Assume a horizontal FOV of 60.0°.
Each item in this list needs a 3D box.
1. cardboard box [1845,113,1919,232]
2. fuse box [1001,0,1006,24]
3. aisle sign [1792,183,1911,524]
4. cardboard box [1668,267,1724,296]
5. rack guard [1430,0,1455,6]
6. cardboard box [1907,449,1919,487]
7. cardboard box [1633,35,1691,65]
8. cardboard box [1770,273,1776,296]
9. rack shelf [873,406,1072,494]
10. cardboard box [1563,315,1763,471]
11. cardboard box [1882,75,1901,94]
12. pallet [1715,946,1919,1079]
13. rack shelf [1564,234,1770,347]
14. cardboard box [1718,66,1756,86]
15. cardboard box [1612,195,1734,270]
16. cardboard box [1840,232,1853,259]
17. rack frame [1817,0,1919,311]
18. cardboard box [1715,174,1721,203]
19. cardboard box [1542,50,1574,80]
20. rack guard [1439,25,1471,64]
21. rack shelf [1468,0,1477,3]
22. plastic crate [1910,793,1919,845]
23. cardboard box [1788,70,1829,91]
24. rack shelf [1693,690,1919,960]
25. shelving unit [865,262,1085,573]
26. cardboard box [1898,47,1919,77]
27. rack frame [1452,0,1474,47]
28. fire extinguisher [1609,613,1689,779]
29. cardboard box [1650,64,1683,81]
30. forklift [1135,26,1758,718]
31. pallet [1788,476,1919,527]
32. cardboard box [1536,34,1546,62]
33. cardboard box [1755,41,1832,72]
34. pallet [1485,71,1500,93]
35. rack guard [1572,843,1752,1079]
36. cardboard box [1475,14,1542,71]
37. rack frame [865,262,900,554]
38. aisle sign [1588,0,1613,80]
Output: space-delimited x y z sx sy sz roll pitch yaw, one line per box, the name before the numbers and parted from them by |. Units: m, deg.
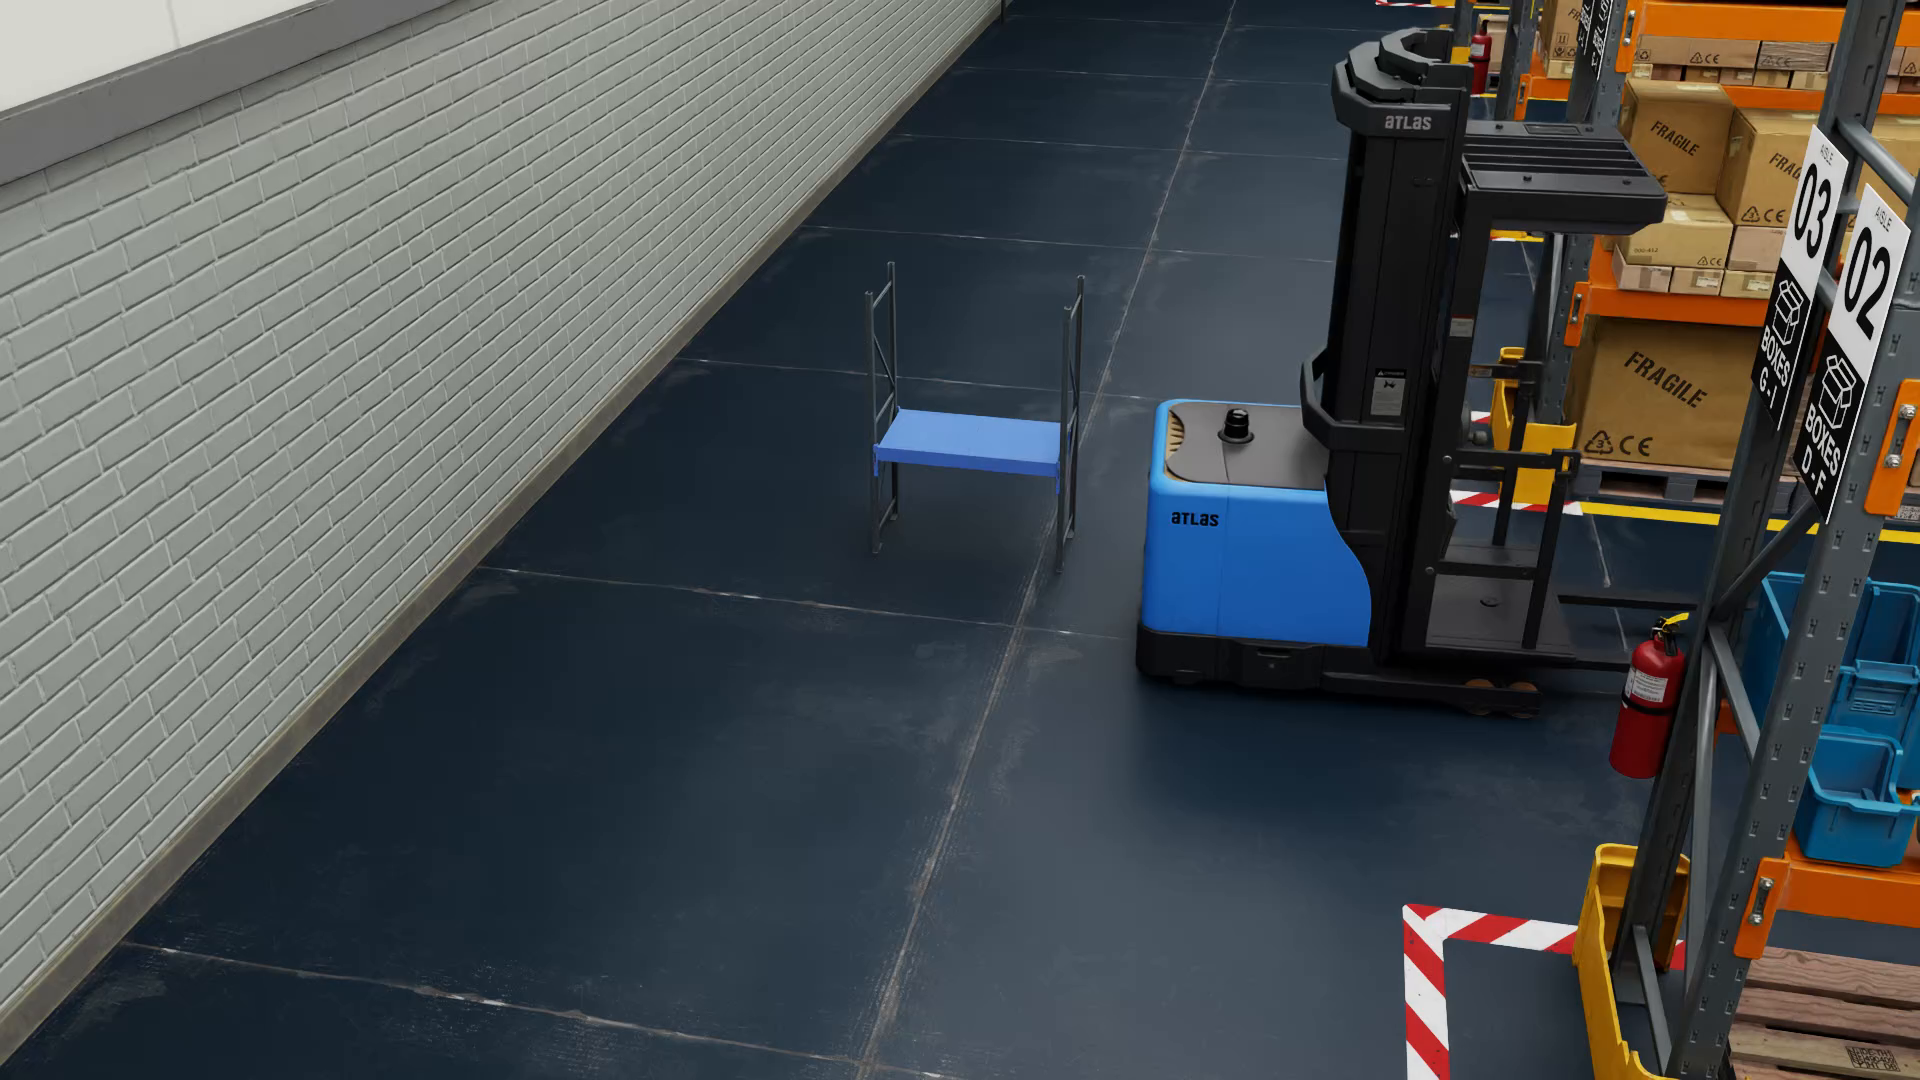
cardboard box | 4.867 -1.917 8.693 0.500 0.500 0.500 5 29 9
fuse box | 0.588 -7.413 21.008 0.414 1.711 0.539 6 29 11
aisle sign | 2.290 -0.479 4.295 0.004 0.787 0.394 6 29 11
cardboard box | 3.986 -1.471 9.076 0.250 0.149 0.380 5 29 10
rack guard | 6.633 -7.679 22.755 0.348 0.500 1.175 6 29 11
cardboard box | 5.860 -0.842 9.440 0.875 0.875 0.875 6 29 11
cardboard box | 5.501 -4.074 13.155 0.500 0.500 0.500 6 29 11
cardboard box | 4.492 -1.420 8.982 0.250 0.149 0.380 5 29 10
rack shelf | 0.083 -0.492 8.961 1.000 0.185 0.538 6 29 11
cardboard box | 4.099 -1.023 9.770 0.875 0.875 0.875 6 29 11
cardboard box | 7.133 -3.604 12.971 0.250 0.149 0.380 5 29 8
pallet | 3.221 1.853 5.646 1.213 0.211 1.003 6 29 11
rack shelf | 5.413 -1.281 9.216 4.000 0.370 1.077 6 29 11
cardboard box | 6.127 -3.723 13.189 0.250 0.149 0.380 5 29 10
cardboard box | 3.870 -1.687 9.054 0.500 0.250 0.500 5 29 9
cardboard box | 4.870 -1.586 8.870 0.500 0.250 0.500 5 29 9
rack frame | 2.422 -2.103 3.720 0.127 3.000 1.000 6 29 11
cardboard box | 4.482 -1.887 9.419 0.500 0.250 0.500 5 29 10
cardboard box | 4.840 -3.820 13.365 0.250 0.149 0.380 6 29 10
rack guard | 5.503 -5.357 18.515 0.348 0.500 1.175 6 29 11
rack shelf | 7.482 -5.935 17.717 4.000 0.370 1.077 6 29 11
plastic crate | 2.892 0.869 4.752 0.298 0.136 0.250 6 29 11
cardboard box | 6.631 -3.647 13.049 0.250 0.149 0.380 6 29 12
rack shelf | 4.378 1.045 4.967 4.000 0.370 1.077 6 29 11
shelving unit | 0.083 -0.649 8.874 1.048 1.500 0.538 6 29 11
cardboard box | 7.464 -3.858 12.760 0.500 0.500 0.500 5 29 9
rack frame | 5.526 -6.451 17.910 0.127 3.000 1.000 6 29 11
fire extinguisher | 2.370 0.498 5.686 0.183 0.674 0.296 6 29 11
cardboard box | 5.631 -3.800 13.329 0.250 0.149 0.380 7 30 13
forklift | 2.406 -0.730 7.531 3.031 2.935 1.130 4 29 7
pallet | 5.445 -0.407 9.774 1.213 0.211 1.003 6 29 11
cardboard box | 4.969 -4.106 13.889 0.250 0.149 0.380 6 29 11
cardboard box | 6.478 -3.971 12.966 0.500 0.500 0.500 5 29 9
pallet | 6.325 -5.185 18.501 1.213 0.211 1.003 6 29 11
rack guard | 2.396 1.629 5.754 0.348 0.500 1.175 6 29 11
cardboard box | 6.193 -5.492 18.390 0.875 0.438 0.875 5 29 9
rack frame | -0.414 -0.700 8.967 0.032 1.500 0.500 6 29 11
aisle sign | 3.324 -2.804 8.541 0.004 0.787 0.394 6 29 11
